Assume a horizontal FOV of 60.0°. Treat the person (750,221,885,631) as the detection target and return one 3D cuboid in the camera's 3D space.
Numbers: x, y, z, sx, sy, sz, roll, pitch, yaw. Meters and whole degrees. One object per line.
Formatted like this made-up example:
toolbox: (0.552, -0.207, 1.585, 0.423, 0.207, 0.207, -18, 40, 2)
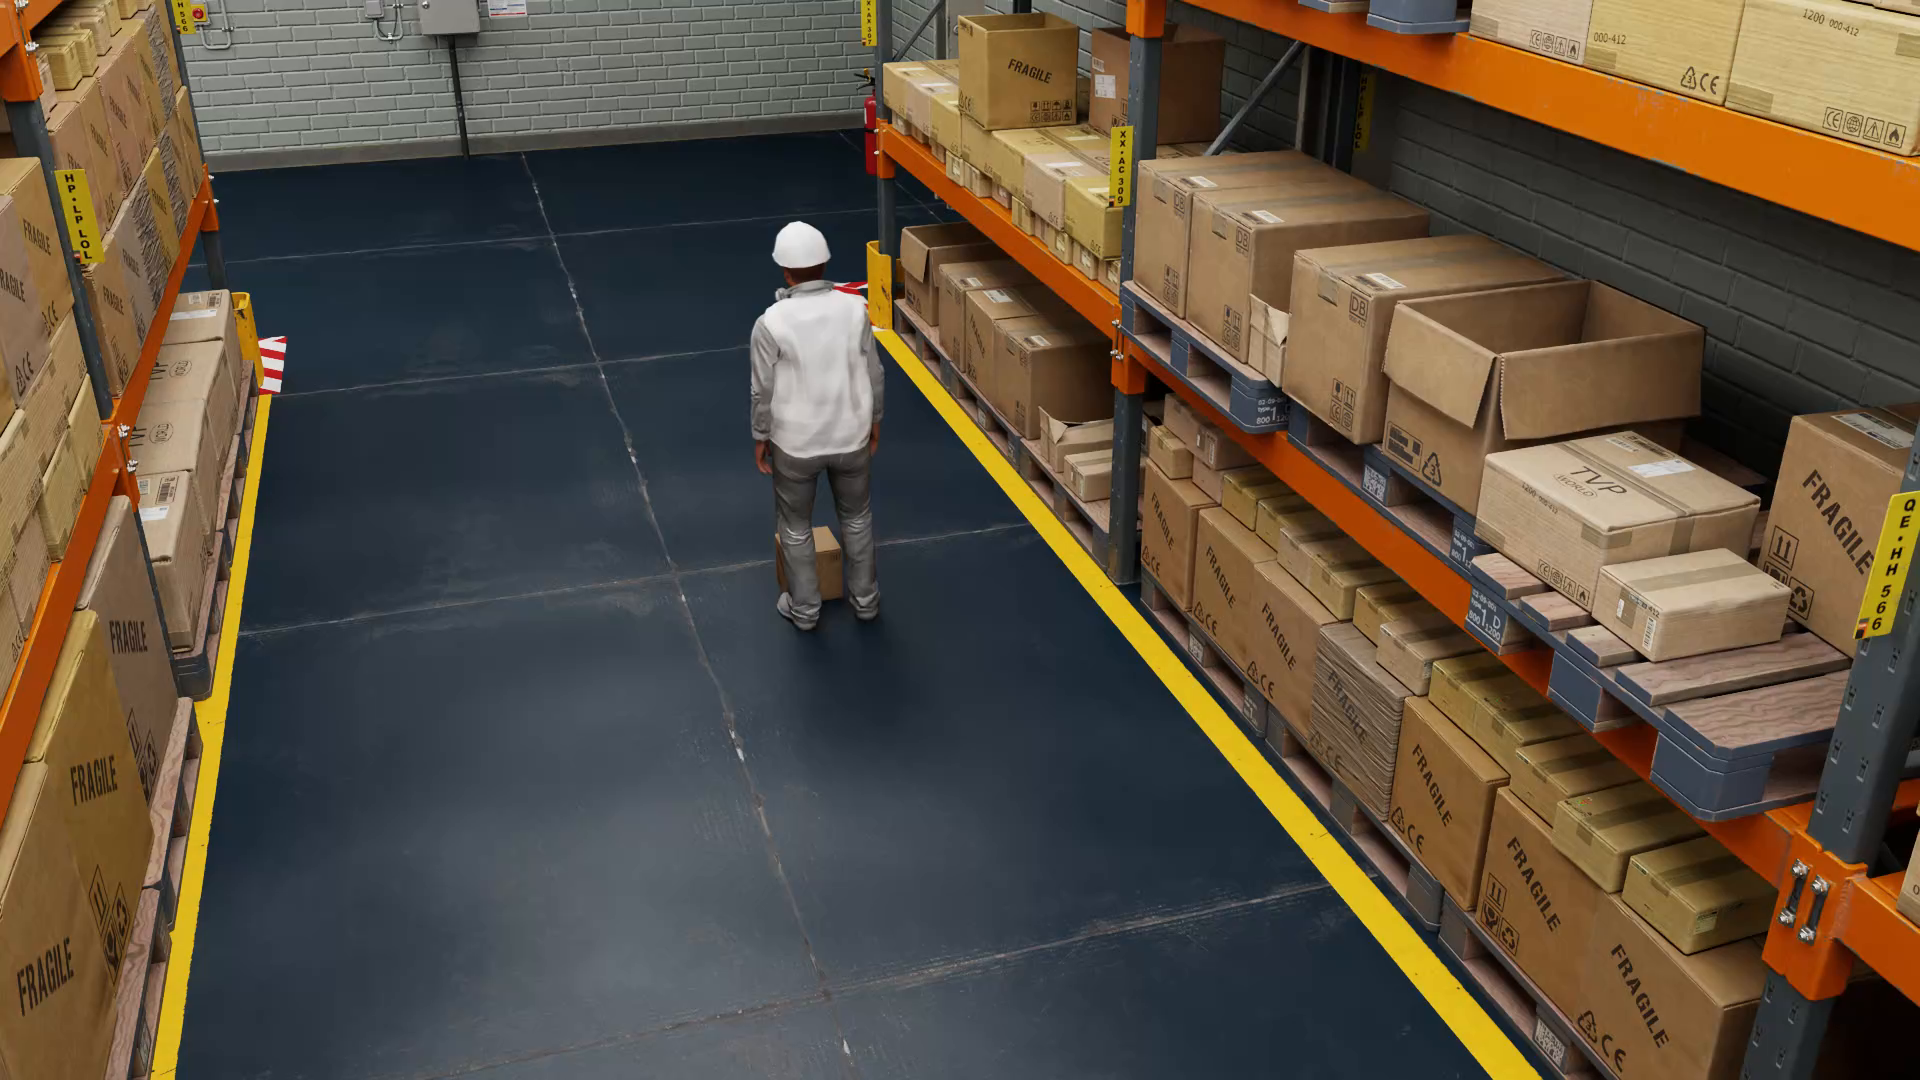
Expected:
person: (-0.600, -0.456, 7.013, 0.579, 1.769, 0.466, -9, 28, -18)
